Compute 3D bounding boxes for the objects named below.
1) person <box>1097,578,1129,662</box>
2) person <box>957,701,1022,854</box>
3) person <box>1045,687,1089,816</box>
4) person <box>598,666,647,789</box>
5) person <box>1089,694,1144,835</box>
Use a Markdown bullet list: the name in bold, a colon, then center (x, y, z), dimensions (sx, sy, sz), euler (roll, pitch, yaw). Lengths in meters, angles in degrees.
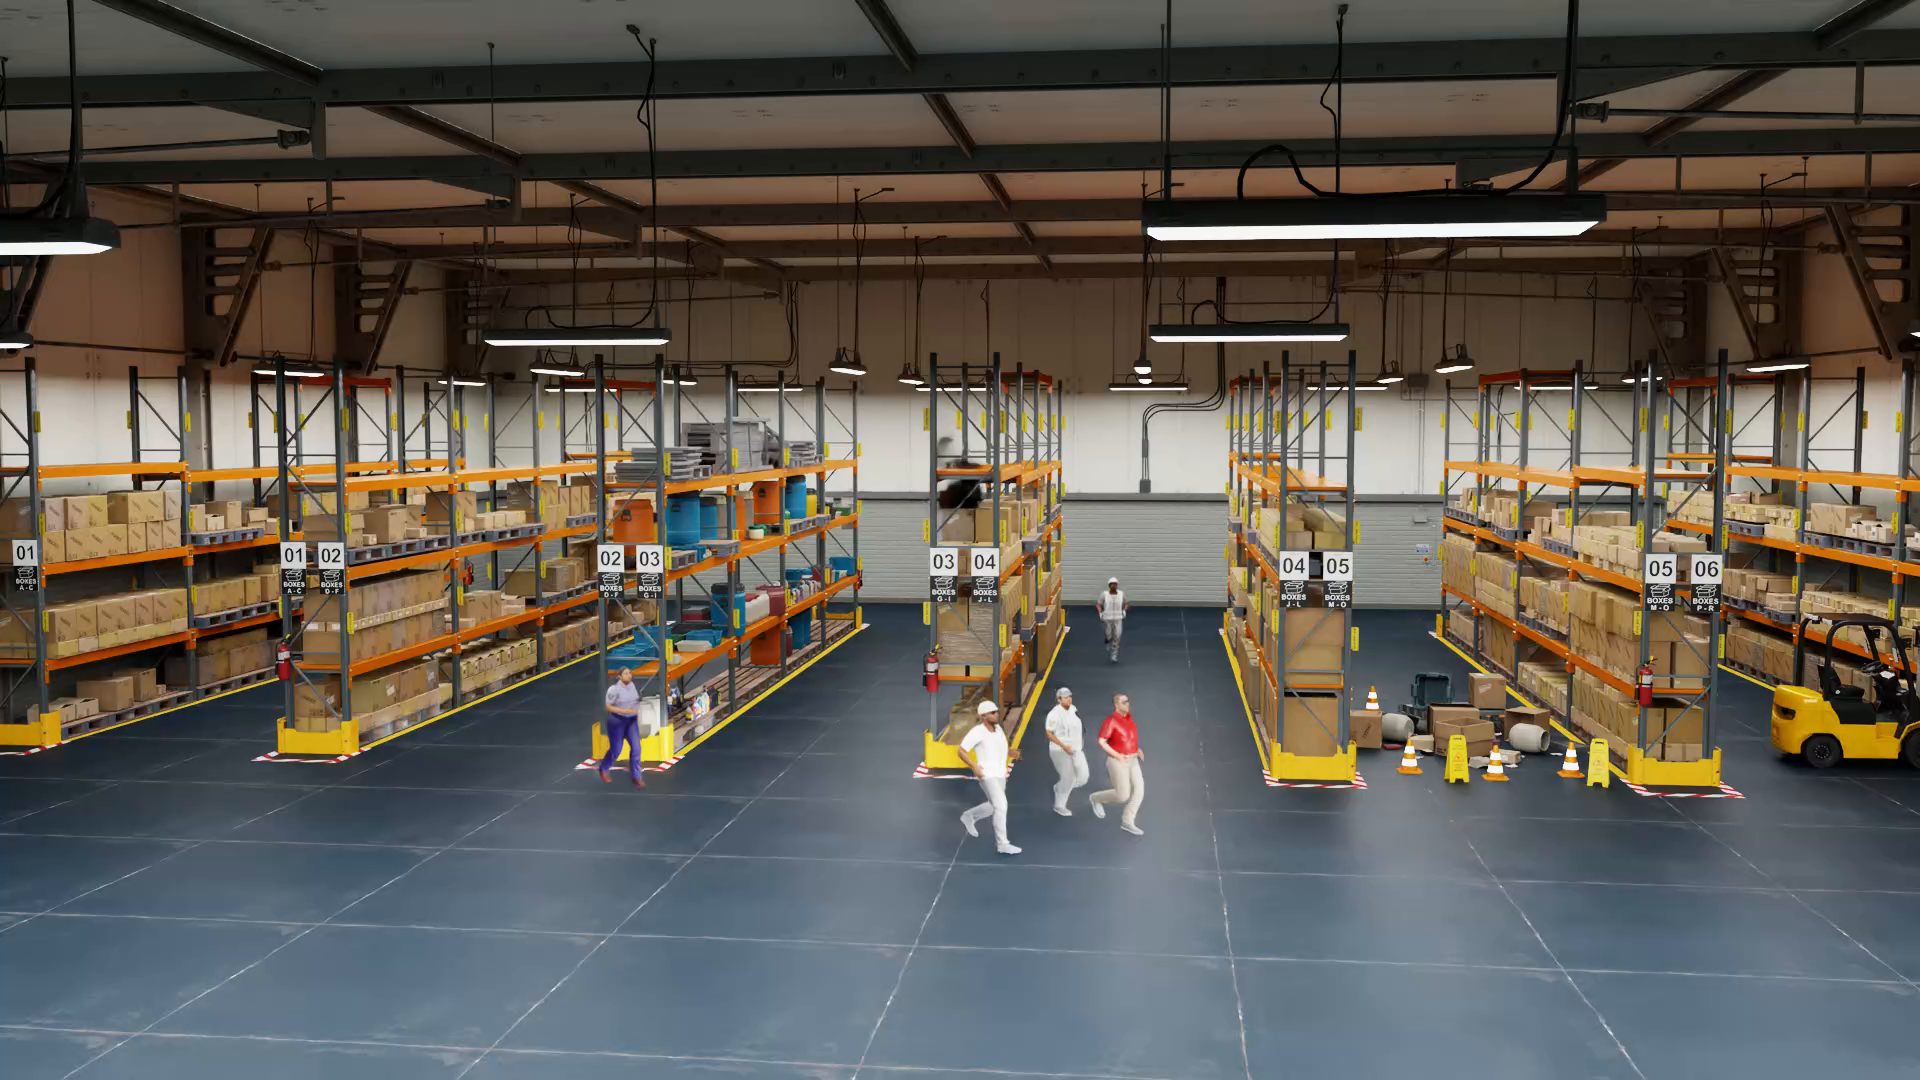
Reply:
- **person**: center (3.223, 1.662, 35.012), dimensions (0.683, 1.743, 0.688), euler (0, 4, -3)
- **person**: center (0.343, 2.750, 19.437), dimensions (0.920, 1.746, 0.714), euler (3, 5, 34)
- **person**: center (1.367, 2.695, 21.266), dimensions (0.611, 1.634, 0.517), euler (-4, 6, -43)
- **person**: center (-4.646, 2.564, 22.900), dimensions (0.817, 1.687, 0.622), euler (3, 5, 39)
- **person**: center (1.958, 2.731, 20.410), dimensions (0.732, 1.703, 0.670), euler (4, 5, 43)
